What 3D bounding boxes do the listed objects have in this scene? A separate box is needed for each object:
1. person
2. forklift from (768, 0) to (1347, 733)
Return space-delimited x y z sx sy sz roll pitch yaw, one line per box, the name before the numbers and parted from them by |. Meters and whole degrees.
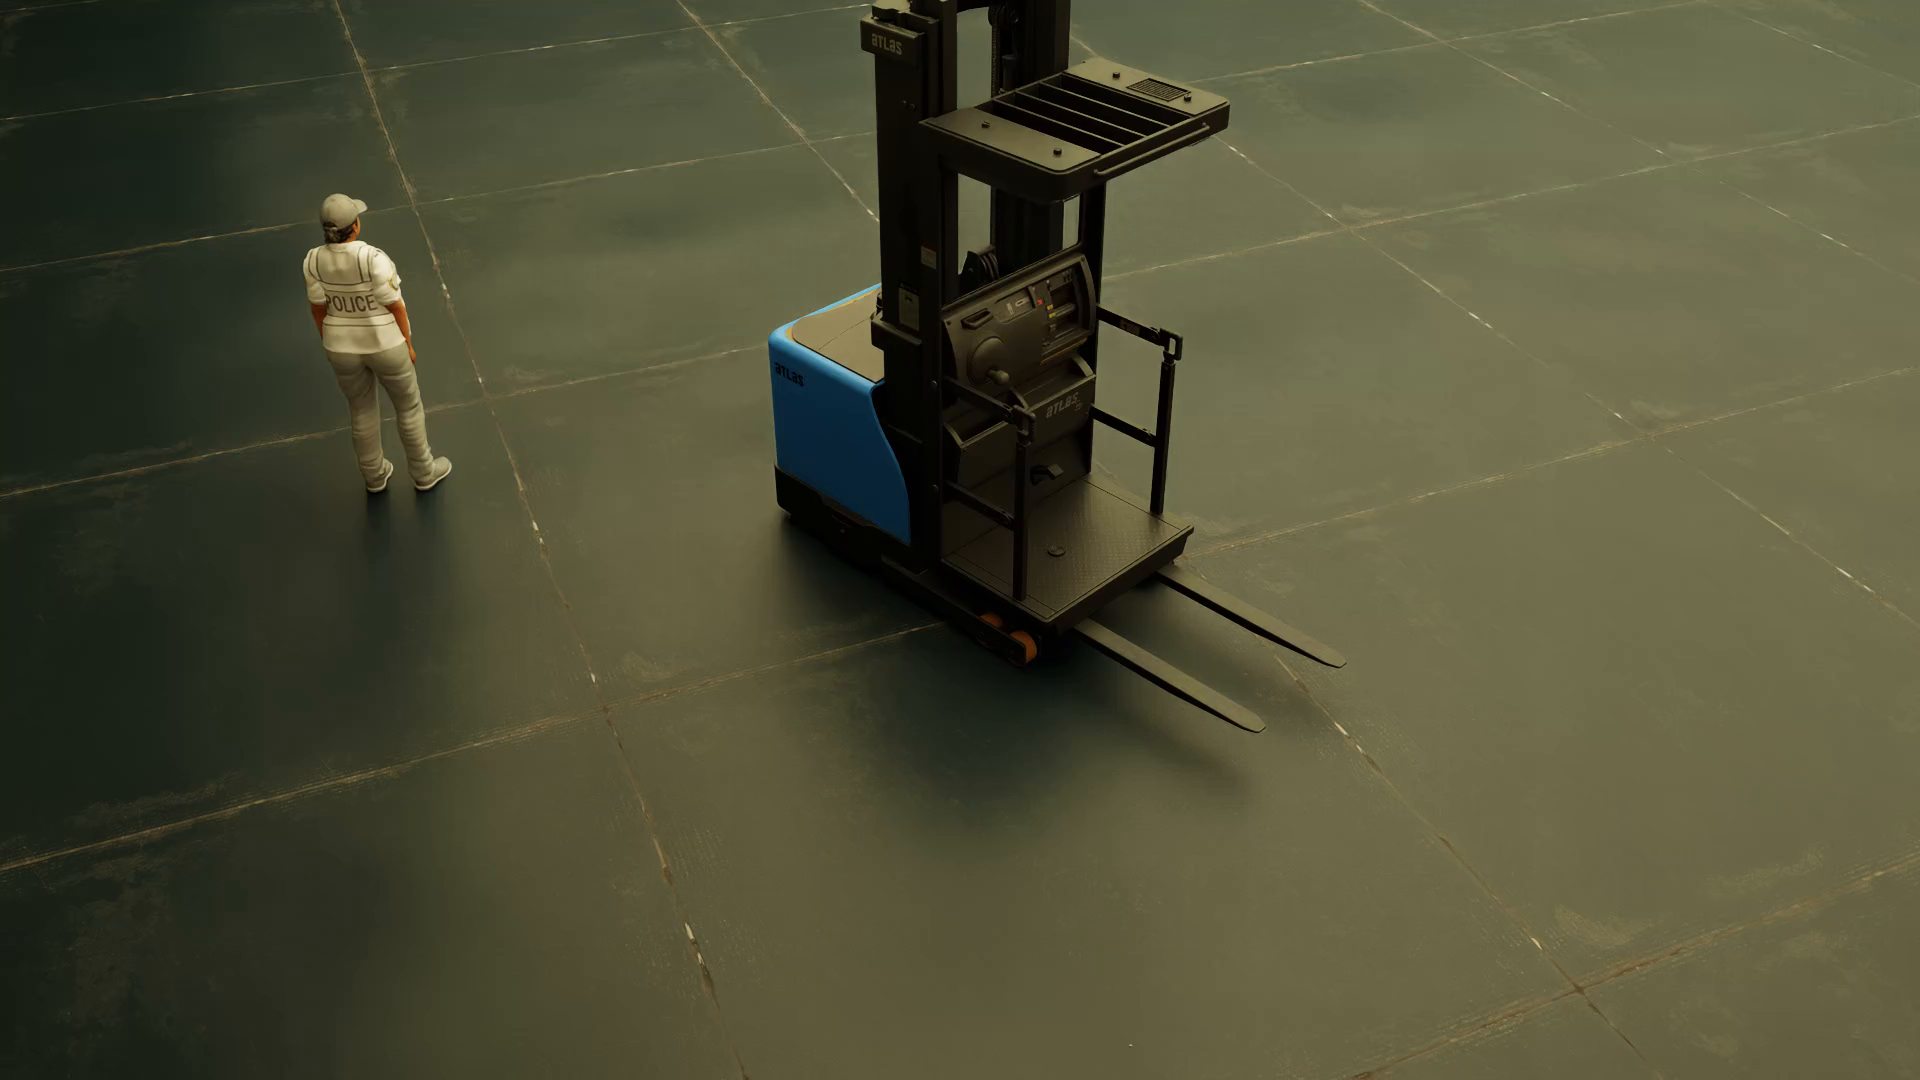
person | -3.043 -1.004 8.607 0.481 1.669 0.390 0 35 1
forklift | 0.432 -0.946 7.429 3.031 2.935 1.130 30 45 35
